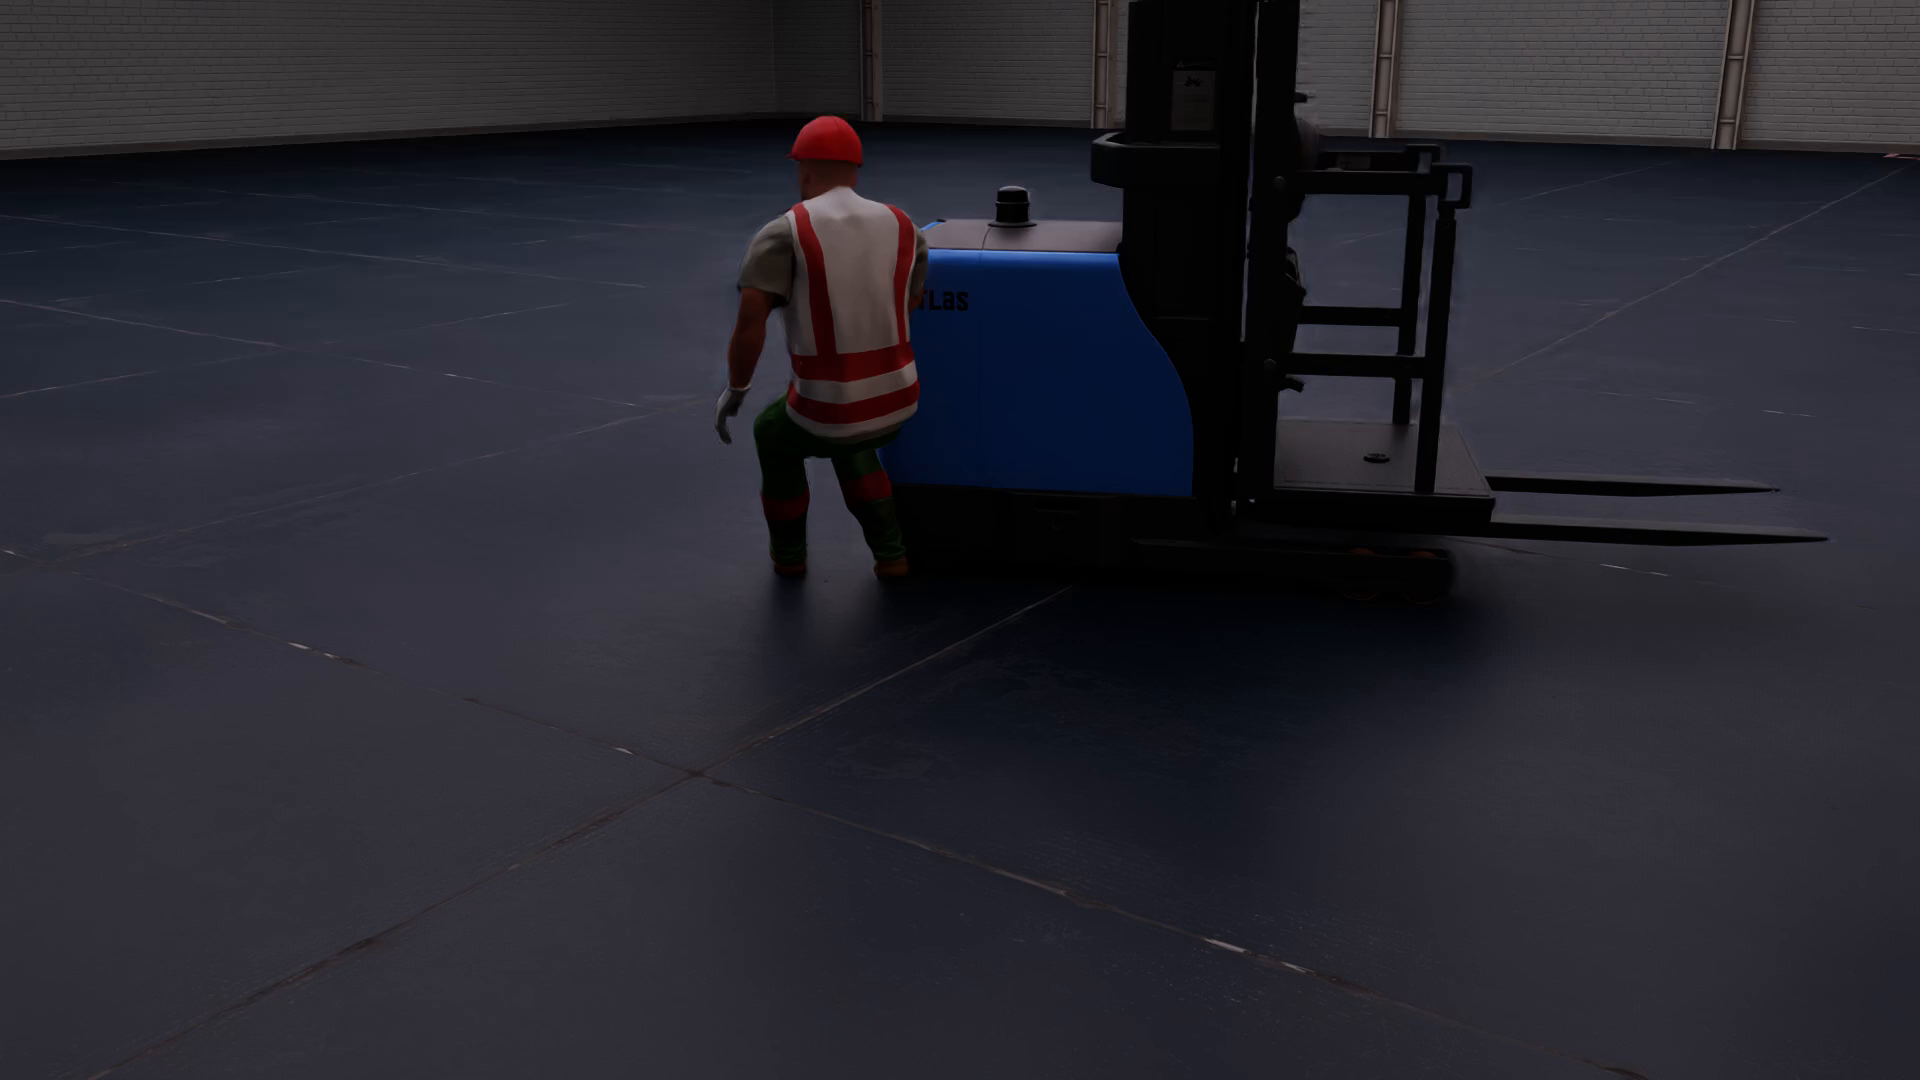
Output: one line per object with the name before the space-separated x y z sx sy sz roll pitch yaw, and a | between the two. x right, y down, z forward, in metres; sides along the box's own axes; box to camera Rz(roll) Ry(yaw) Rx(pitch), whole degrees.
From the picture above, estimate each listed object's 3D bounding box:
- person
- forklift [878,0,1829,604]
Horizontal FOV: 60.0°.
person | -0.478 -0.522 5.178 0.799 1.557 0.924 -11 20 -32
forklift | 1.278 -1.365 5.397 3.031 2.935 1.130 3 17 10
